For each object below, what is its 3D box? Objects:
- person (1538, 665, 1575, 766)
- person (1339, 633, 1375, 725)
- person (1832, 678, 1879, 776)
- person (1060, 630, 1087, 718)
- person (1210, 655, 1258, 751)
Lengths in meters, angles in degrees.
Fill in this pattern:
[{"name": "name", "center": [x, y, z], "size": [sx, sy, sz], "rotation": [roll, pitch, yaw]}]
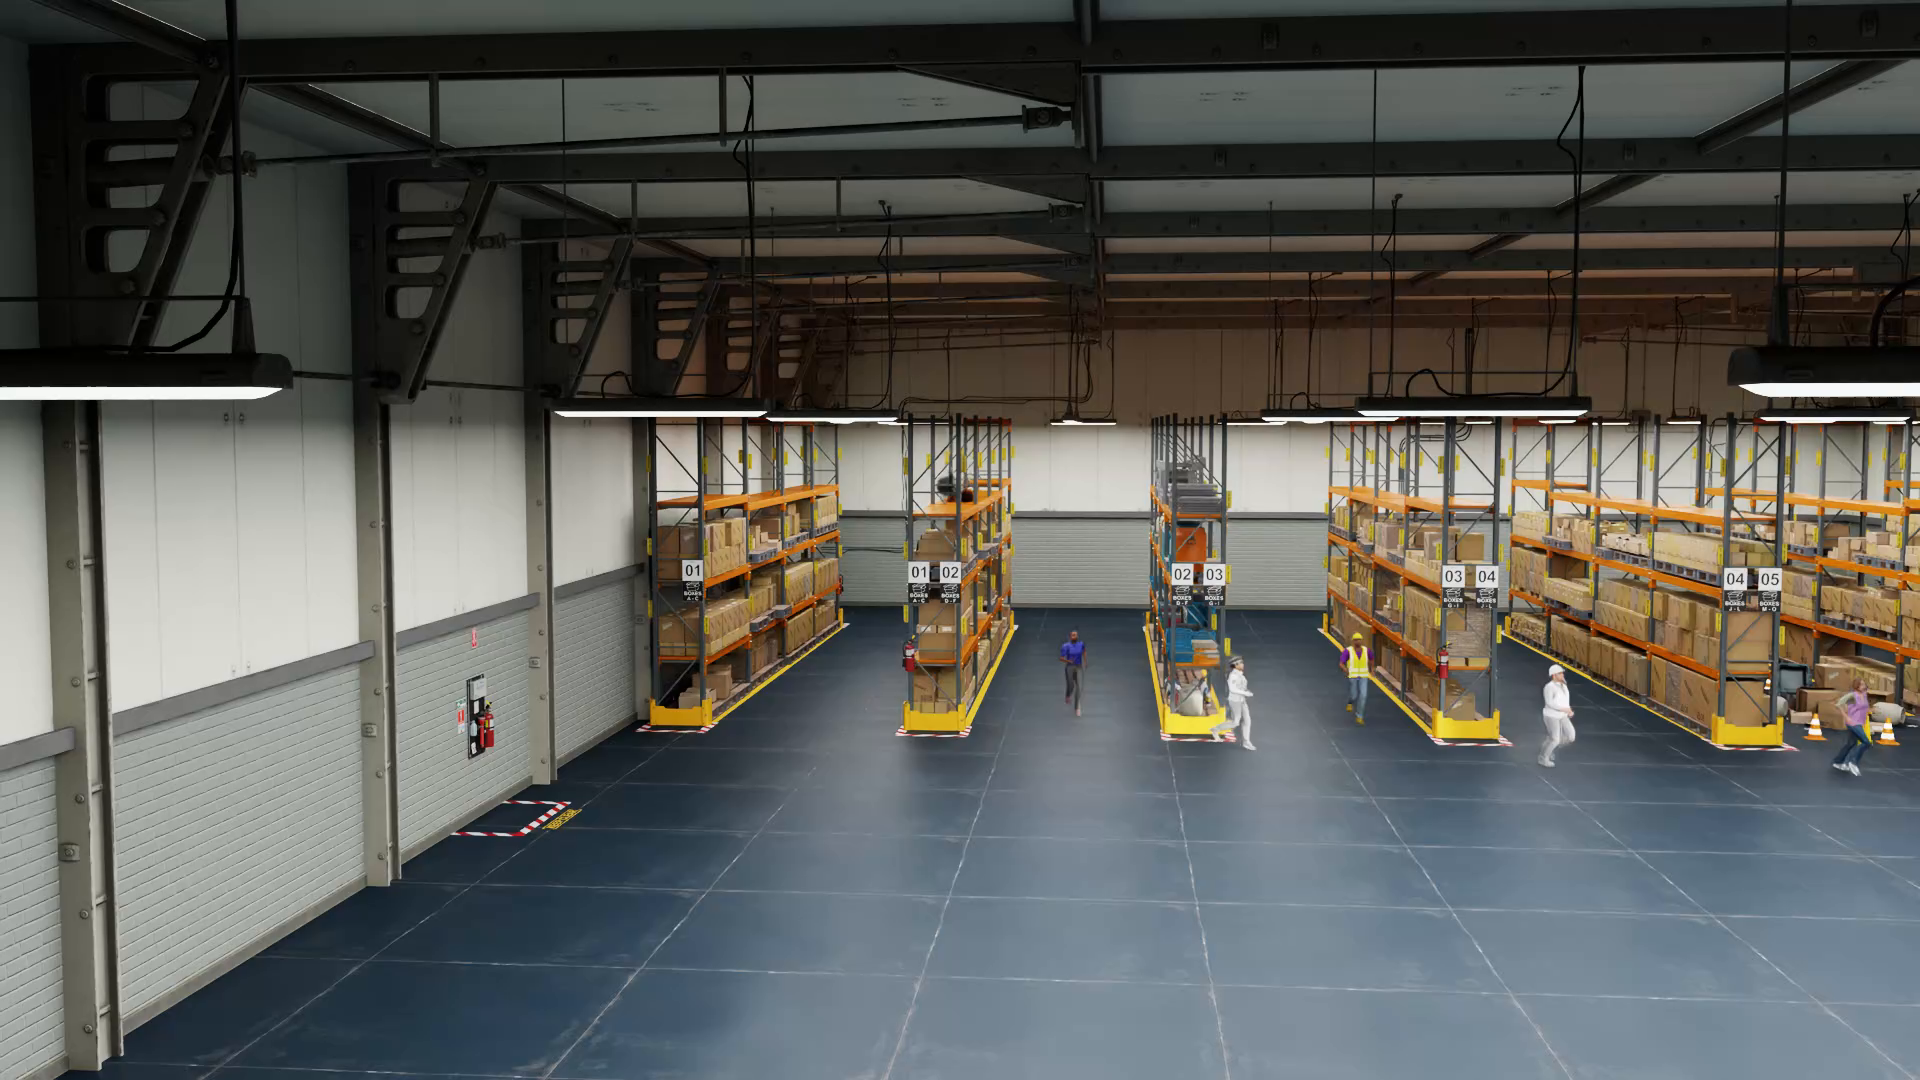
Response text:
[{"name": "person", "center": [10.124, 2.968, 28.106], "size": [0.692, 1.728, 0.659], "rotation": [-3, 5, -38]}, {"name": "person", "center": [7.773, 2.684, 32.463], "size": [0.712, 1.745, 0.829], "rotation": [0, 4, 3]}, {"name": "person", "center": [14.821, 3.085, 27.498], "size": [0.507, 1.625, 0.684], "rotation": [-3, 5, -39]}, {"name": "person", "center": [2.262, 2.641, 33.189], "size": [0.608, 1.687, 0.894], "rotation": [-1, 4, -13]}, {"name": "person", "center": [4.905, 2.896, 29.697], "size": [0.865, 1.704, 0.619], "rotation": [2, 4, 22]}]
